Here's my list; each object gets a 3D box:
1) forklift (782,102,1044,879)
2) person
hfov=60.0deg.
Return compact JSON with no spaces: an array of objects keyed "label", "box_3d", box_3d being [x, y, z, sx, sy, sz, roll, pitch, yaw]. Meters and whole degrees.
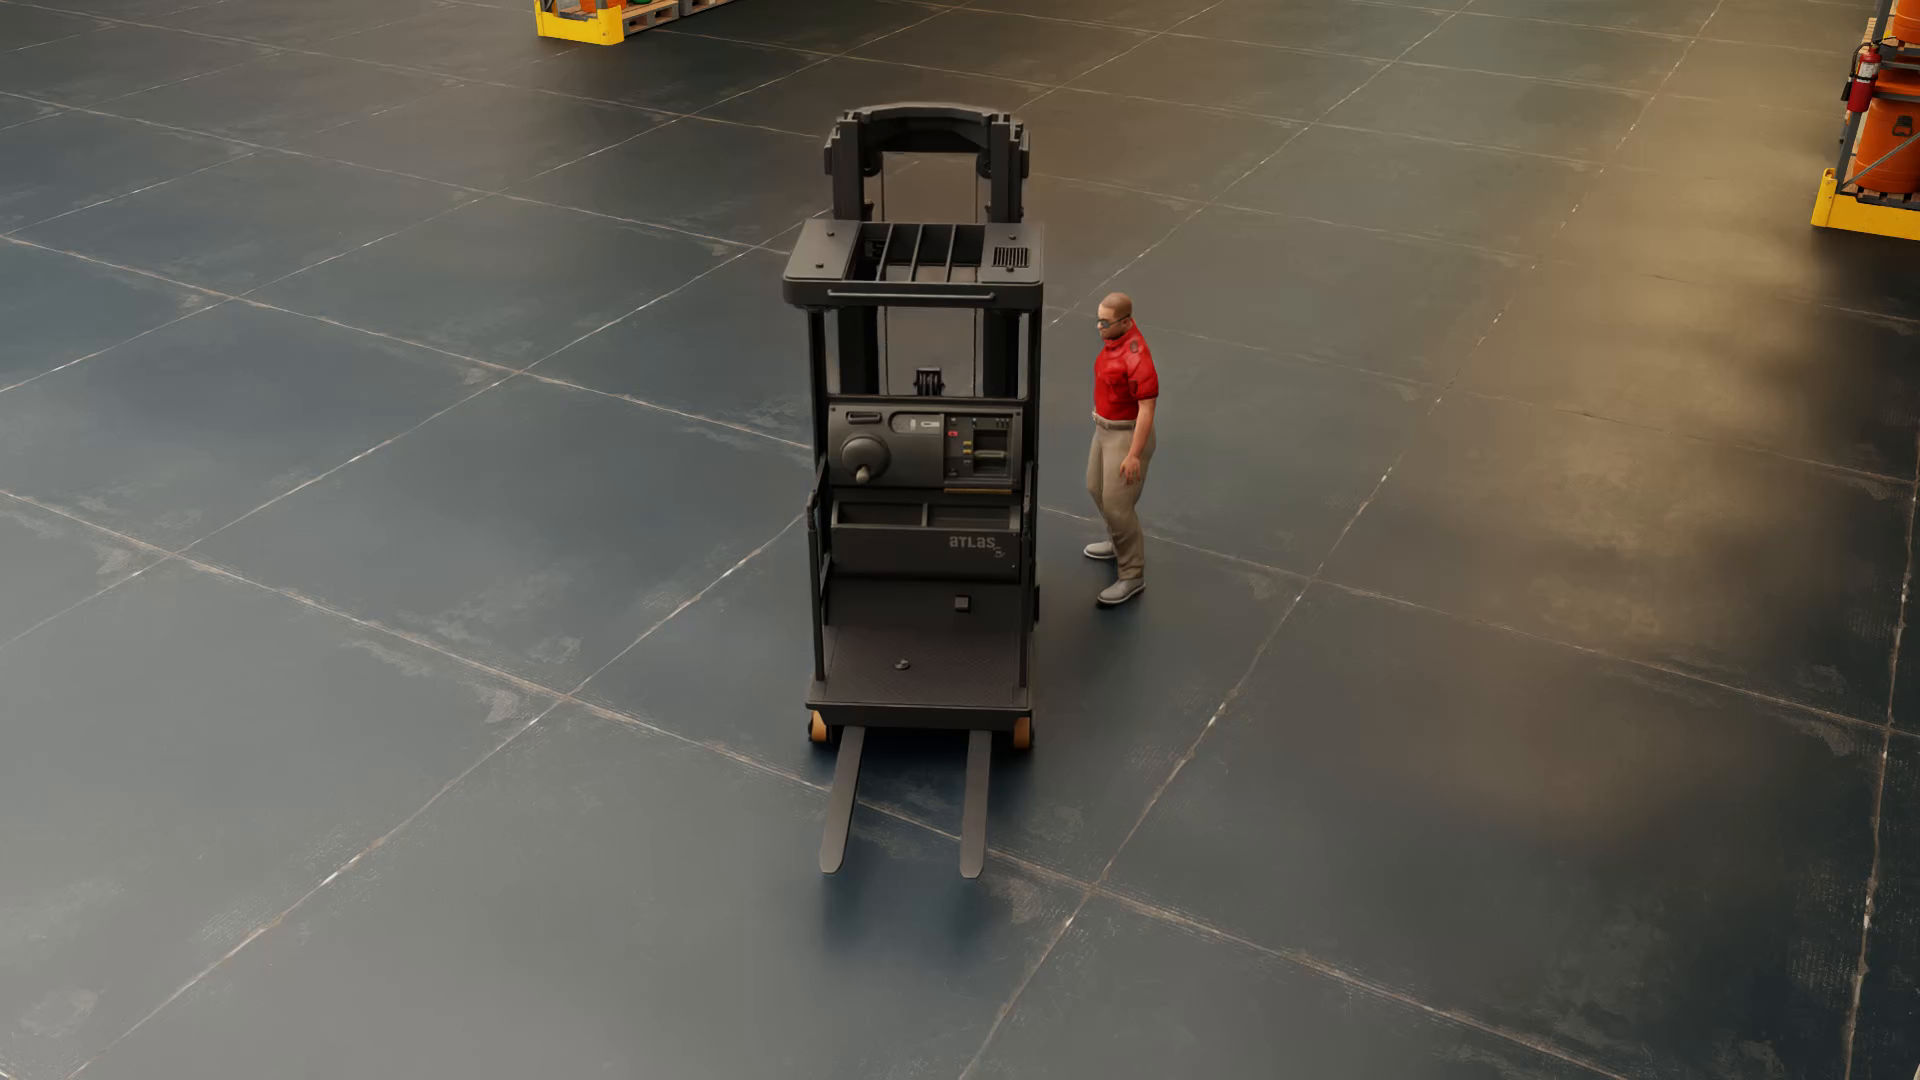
[{"label":"forklift","box_3d":[-0.175,-0.404,7.770,1.130,2.935,3.031,2,30,3]},{"label":"person","box_3d":[0.896,-0.577,9.305,0.389,1.702,0.831,-6,31,-10]}]
